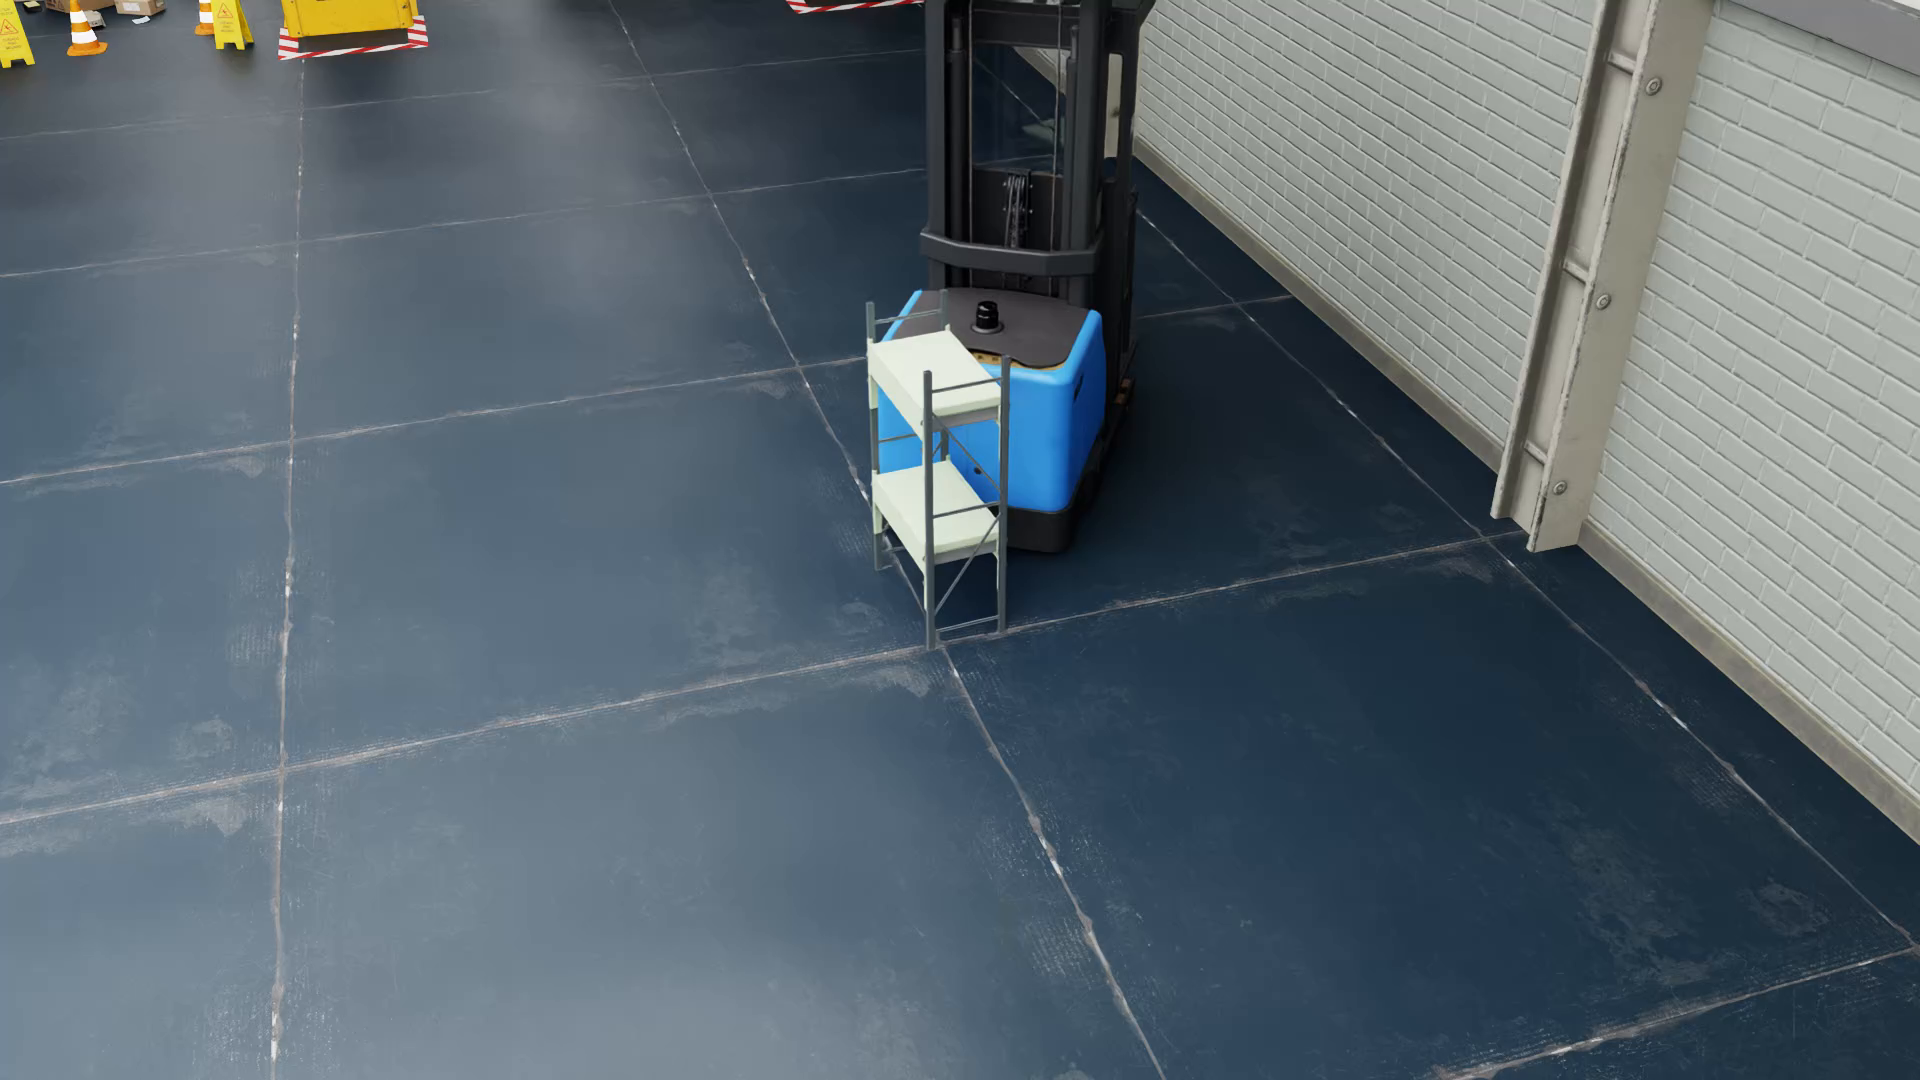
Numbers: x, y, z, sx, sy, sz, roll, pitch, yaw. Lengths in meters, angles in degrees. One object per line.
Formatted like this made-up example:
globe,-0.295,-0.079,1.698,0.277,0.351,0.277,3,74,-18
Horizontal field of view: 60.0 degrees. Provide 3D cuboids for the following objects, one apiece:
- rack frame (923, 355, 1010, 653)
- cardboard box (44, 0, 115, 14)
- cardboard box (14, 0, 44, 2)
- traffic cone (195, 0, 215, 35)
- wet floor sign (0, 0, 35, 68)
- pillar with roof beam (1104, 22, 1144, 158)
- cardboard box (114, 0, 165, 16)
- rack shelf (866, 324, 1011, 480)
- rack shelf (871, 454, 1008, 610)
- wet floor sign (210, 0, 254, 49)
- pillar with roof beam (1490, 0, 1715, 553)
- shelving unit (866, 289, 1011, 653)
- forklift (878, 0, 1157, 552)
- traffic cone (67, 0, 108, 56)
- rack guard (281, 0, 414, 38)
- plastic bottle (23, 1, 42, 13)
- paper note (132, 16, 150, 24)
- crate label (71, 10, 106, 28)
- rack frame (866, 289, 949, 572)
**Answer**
rack frame,0.030,-0.135,7.595,0.400,1.500,0.023,-13,36,-18
cardboard box,-8.918,-5.717,16.945,0.637,0.503,0.797,19,38,26
cardboard box,-9.597,-5.743,17.200,0.396,0.266,0.258,-4,34,-6
traffic cone,-7.331,-5.212,16.218,0.336,0.463,0.334,-10,35,-15
wet floor sign,-8.760,-4.712,15.295,0.267,0.644,0.232,-16,37,-23
pillar with roof beam,-2.869,-6.244,10.038,9.100,9.000,0.400,-10,35,-15
cardboard box,-8.295,-5.421,16.818,0.380,0.149,0.250,7,34,10
rack shelf,-0.108,-0.648,7.662,0.431,0.370,0.720,-13,36,-18
rack shelf,-0.108,-0.050,8.057,0.431,0.370,0.720,-13,36,-18
wet floor sign,-6.933,-5.000,15.731,0.267,0.644,0.232,1,33,2
pillar with roof beam,-1.039,-3.094,5.270,9.100,9.000,0.400,-10,35,-15
shelving unit,-0.108,-0.322,7.877,0.431,1.500,0.755,-13,36,-18
forklift,0.425,-1.967,9.068,1.130,2.935,3.031,8,34,12
traffic cone,-8.285,-4.847,15.666,0.336,0.463,0.334,-10,35,-15
rack guard,-5.995,-5.259,16.255,1.175,0.500,0.348,-10,35,-15
plastic bottle,-9.441,-5.426,16.907,0.133,0.061,0.283,-23,40,-31
paper note,-8.155,-5.185,16.569,0.148,0.019,0.142,-23,40,-31
crate label,-8.583,-5.114,16.364,0.298,0.136,0.250,27,42,34
rack frame,-0.246,-0.509,8.160,0.400,1.500,0.023,-13,36,-18
